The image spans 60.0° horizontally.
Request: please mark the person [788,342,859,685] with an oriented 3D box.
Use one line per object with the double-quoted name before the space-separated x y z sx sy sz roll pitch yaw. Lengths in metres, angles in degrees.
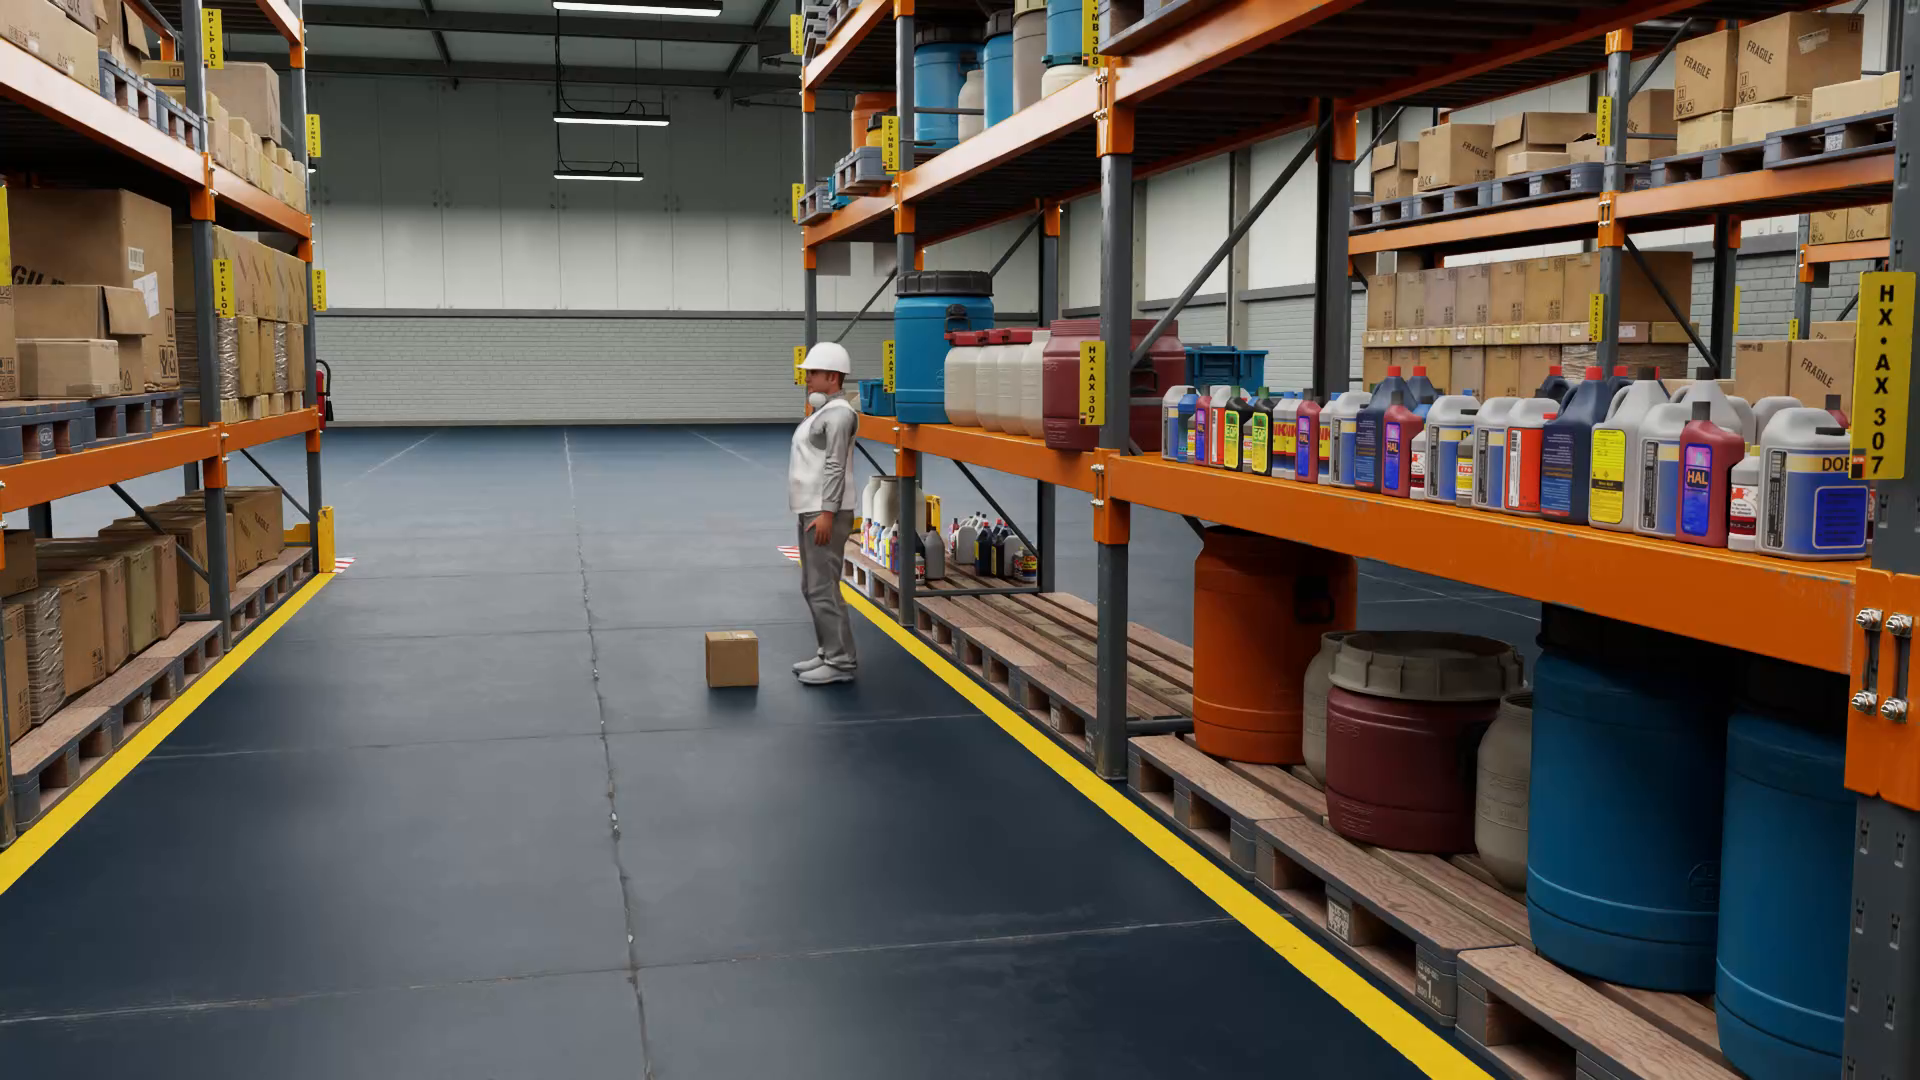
"person" -0.719 -0.146 8.720 0.359 1.769 0.500 -1 6 -12
